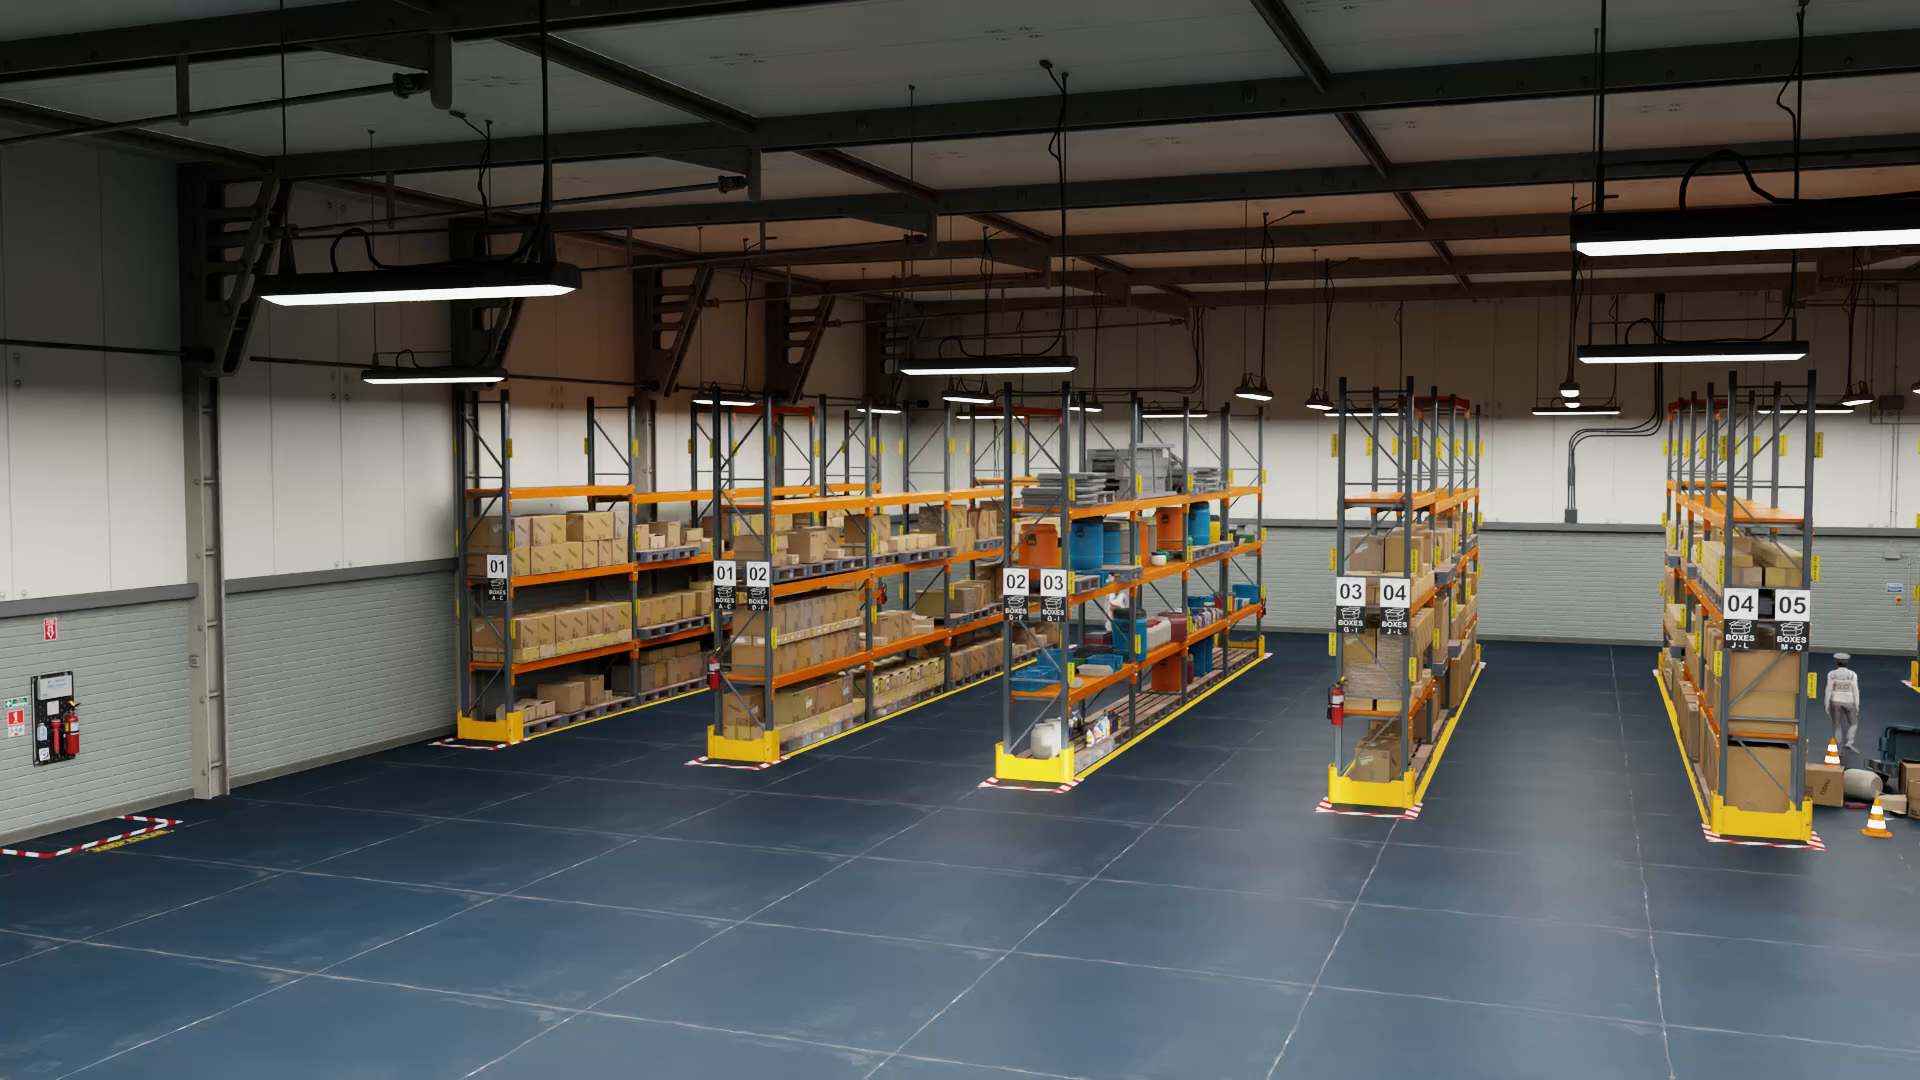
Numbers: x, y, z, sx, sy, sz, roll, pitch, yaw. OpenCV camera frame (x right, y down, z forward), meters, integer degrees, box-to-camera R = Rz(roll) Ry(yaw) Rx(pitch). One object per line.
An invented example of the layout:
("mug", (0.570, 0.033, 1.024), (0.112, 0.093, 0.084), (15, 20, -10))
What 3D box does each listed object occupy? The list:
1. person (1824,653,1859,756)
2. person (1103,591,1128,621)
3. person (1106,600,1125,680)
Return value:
("person", (14.320, 2.682, 26.992), (0.520, 1.675, 0.478), (2, 4, 27))
("person", (3.866, 1.865, 41.270), (0.588, 1.720, 1.084), (1, 3, 17))
("person", (3.269, 2.170, 35.390), (0.545, 1.791, 0.904), (2, 4, 30))
